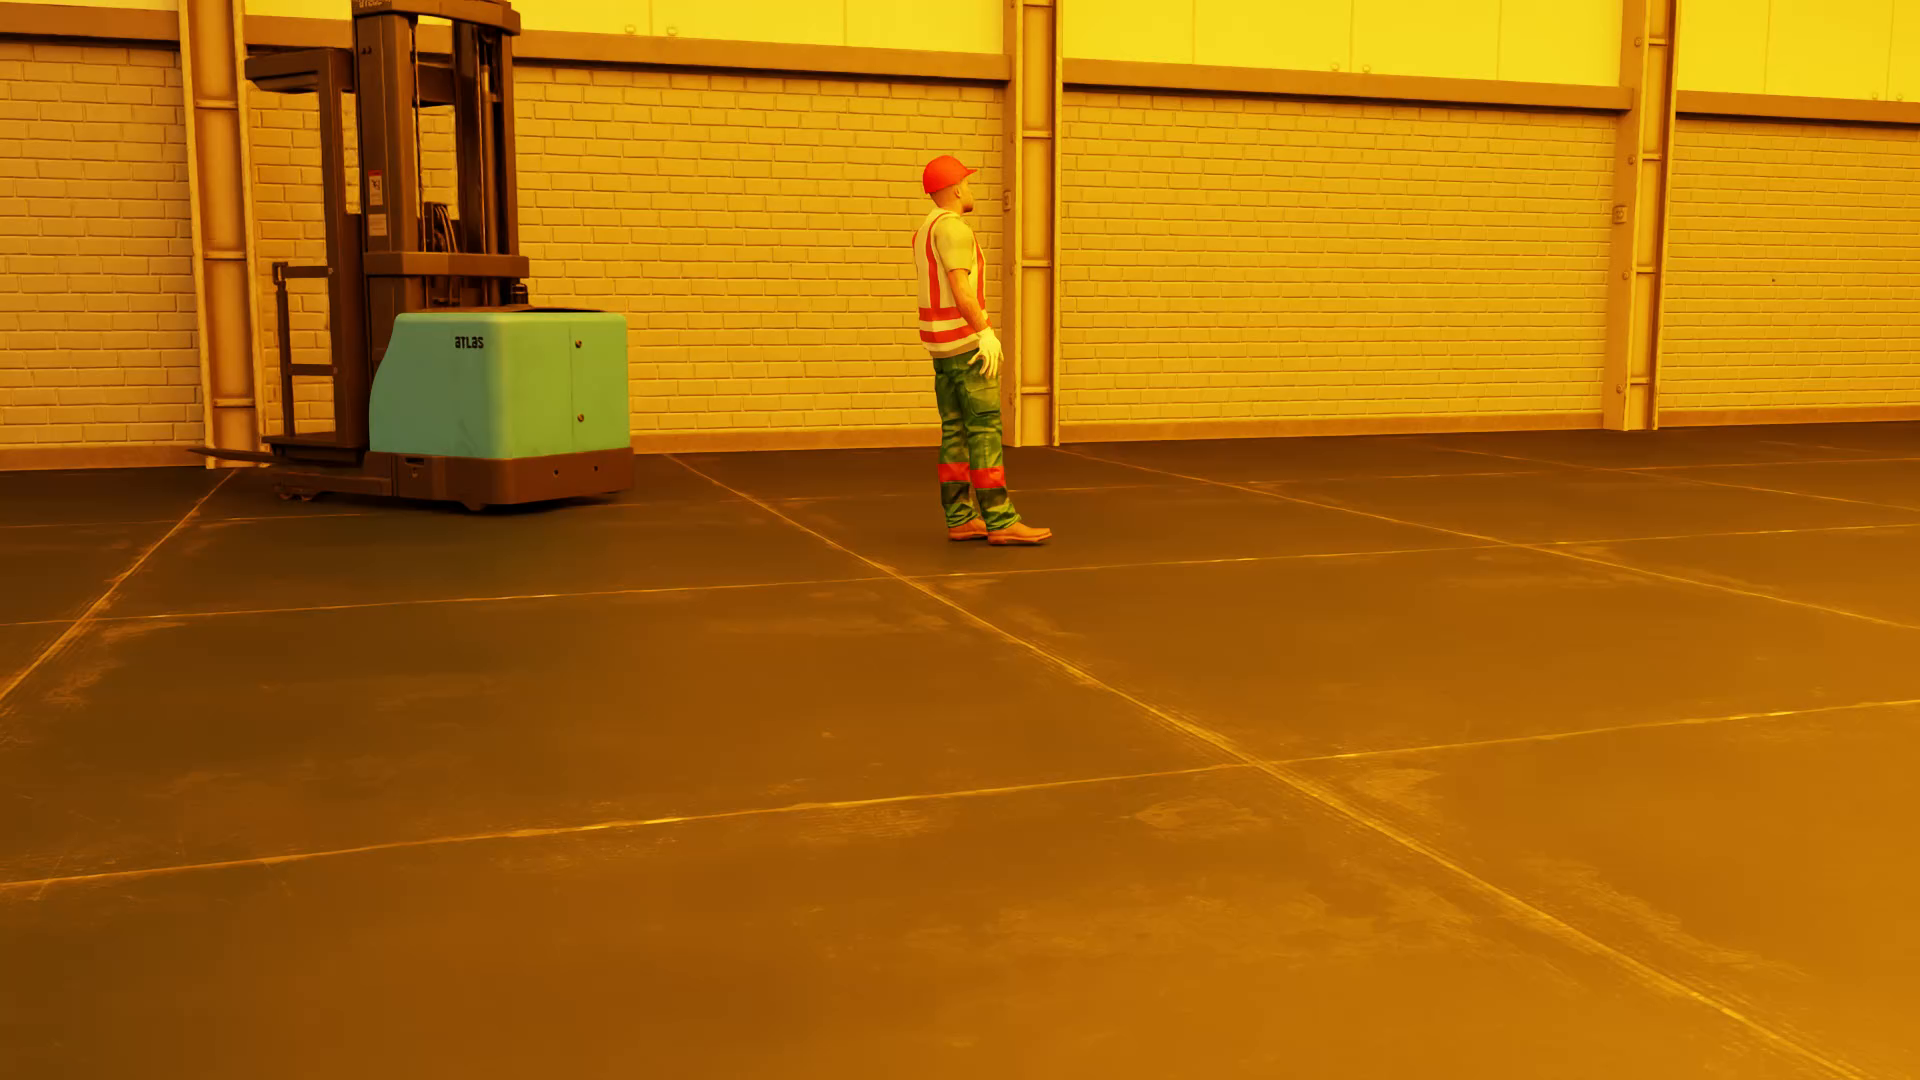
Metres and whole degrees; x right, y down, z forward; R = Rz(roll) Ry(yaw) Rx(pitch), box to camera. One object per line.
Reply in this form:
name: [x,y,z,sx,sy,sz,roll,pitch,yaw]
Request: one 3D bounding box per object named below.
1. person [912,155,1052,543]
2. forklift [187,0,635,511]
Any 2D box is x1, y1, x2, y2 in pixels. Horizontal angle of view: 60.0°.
person: [0.080,-0.895,7.818,0.562,1.789,0.638,-3,8,-18]
forklift: [-3.396,-1.729,9.760,3.031,2.935,1.130,5,9,32]
